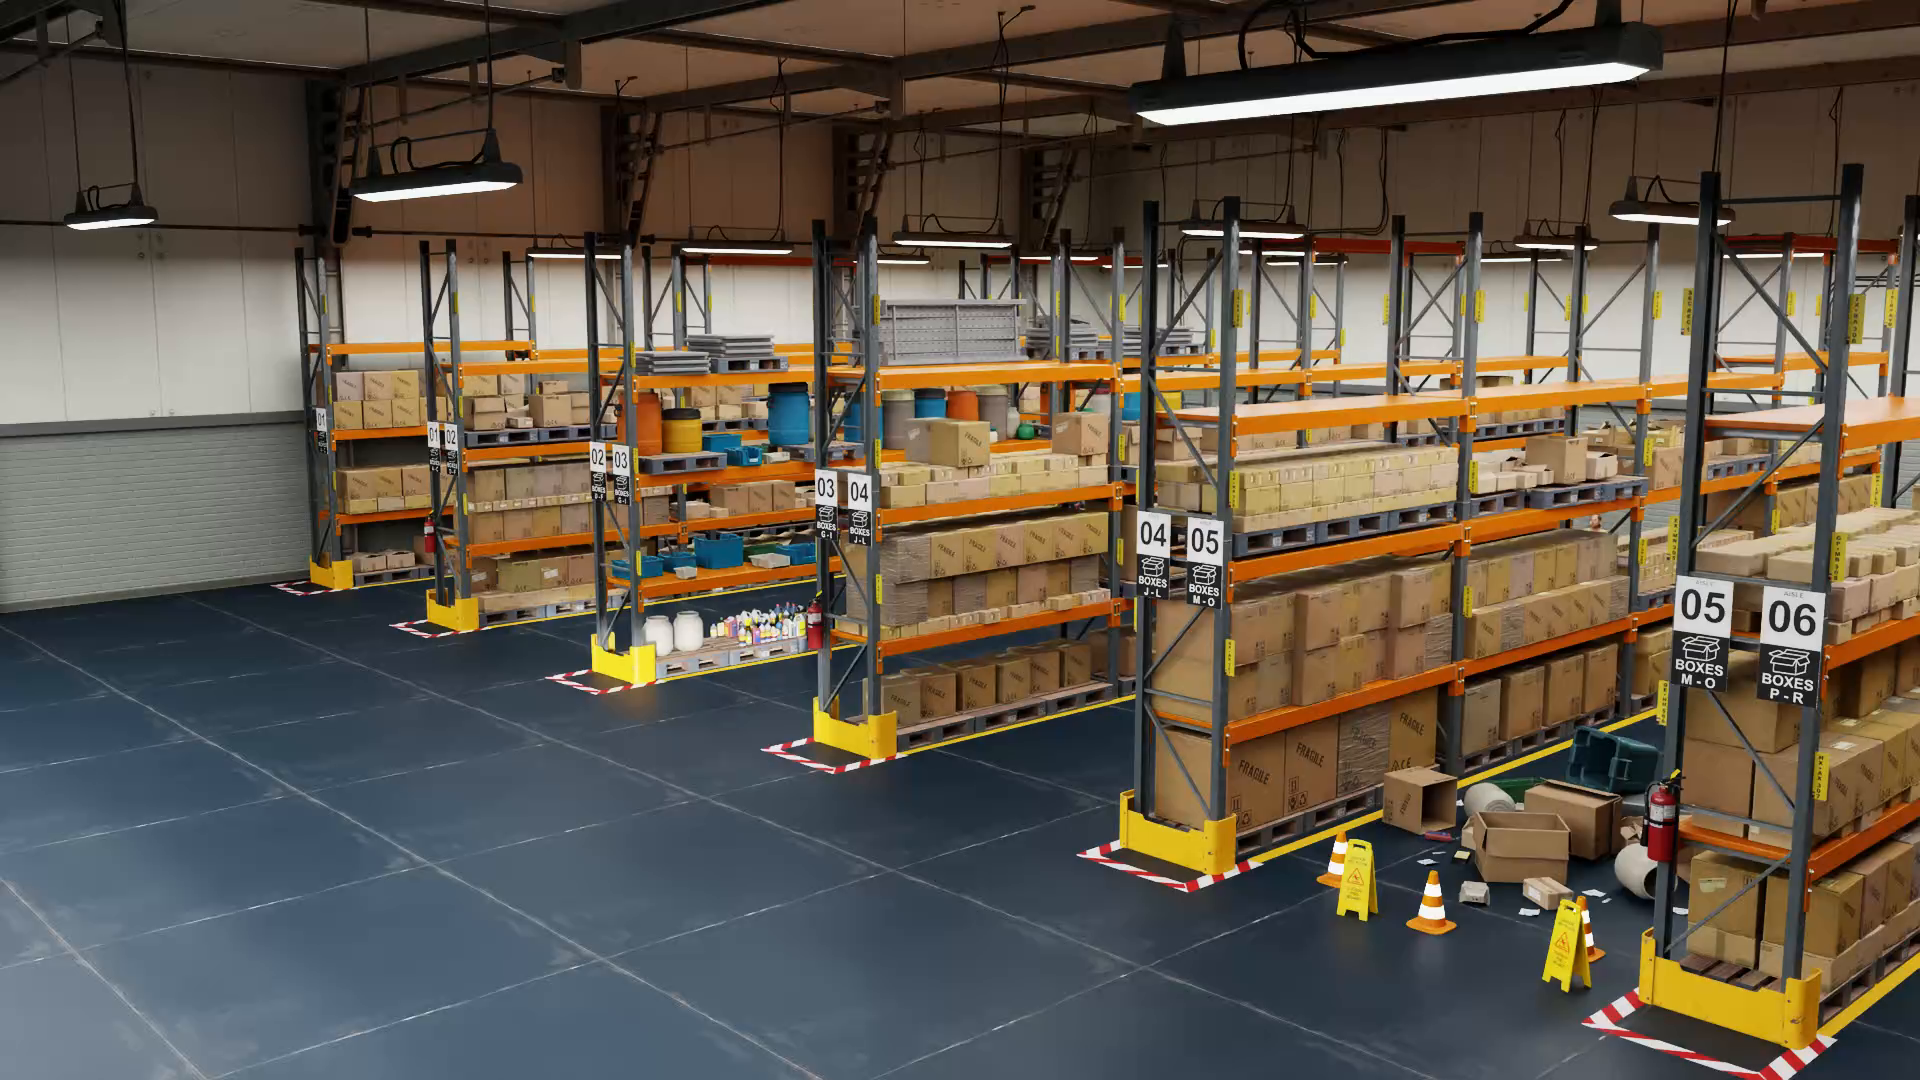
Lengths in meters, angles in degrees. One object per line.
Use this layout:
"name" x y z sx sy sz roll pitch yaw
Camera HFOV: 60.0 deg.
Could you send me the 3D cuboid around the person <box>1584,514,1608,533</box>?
"person" 10.401 0.370 27.314 0.588 1.639 0.746 5 10 31
